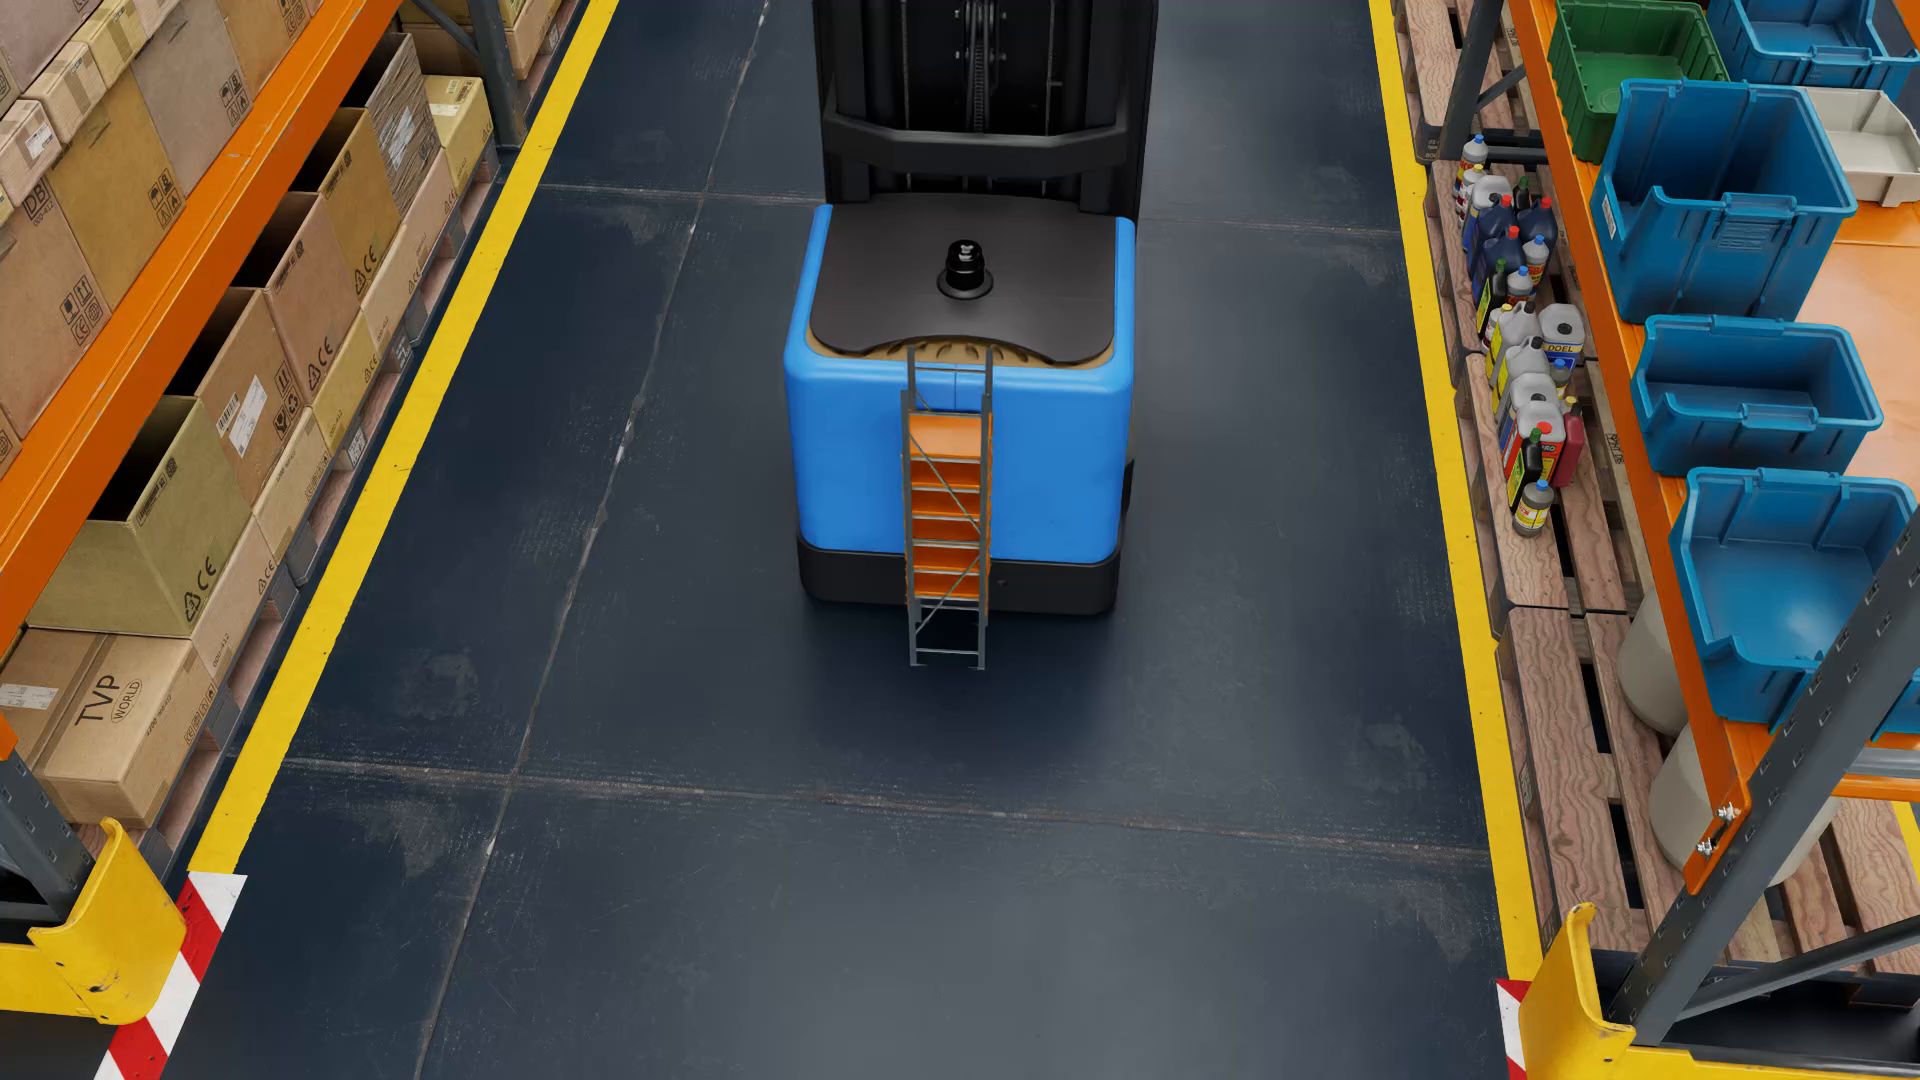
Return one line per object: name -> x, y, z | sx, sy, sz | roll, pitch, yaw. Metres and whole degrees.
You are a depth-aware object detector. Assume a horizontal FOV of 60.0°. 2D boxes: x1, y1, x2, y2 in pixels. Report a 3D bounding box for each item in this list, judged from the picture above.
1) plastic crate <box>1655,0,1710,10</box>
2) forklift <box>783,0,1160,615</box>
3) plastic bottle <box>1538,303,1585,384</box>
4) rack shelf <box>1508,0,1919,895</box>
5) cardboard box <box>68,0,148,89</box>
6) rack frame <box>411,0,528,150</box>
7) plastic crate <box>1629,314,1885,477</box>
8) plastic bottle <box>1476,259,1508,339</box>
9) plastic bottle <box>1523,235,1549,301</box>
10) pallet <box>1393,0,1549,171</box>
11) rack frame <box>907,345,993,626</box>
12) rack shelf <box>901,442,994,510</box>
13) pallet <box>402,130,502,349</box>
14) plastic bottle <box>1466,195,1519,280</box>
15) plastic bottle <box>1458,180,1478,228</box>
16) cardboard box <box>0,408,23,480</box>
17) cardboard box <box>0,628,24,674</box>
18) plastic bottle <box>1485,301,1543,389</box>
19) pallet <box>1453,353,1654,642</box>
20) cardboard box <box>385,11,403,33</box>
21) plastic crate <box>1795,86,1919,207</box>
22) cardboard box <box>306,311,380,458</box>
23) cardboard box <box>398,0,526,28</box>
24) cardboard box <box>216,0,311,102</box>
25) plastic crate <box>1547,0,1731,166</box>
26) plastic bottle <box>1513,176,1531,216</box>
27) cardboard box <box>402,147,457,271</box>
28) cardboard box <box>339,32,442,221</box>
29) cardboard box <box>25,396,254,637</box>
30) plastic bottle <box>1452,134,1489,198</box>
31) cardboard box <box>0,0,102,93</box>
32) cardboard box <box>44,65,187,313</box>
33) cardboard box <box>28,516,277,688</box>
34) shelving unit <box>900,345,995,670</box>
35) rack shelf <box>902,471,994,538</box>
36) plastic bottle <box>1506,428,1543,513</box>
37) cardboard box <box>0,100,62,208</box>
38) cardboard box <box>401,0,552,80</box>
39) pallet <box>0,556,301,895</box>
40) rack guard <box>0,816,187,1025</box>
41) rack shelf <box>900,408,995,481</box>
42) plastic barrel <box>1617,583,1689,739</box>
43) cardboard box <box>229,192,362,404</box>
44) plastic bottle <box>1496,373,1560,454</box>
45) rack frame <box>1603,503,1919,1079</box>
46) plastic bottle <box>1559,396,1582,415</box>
plastic crate -> 2.333, -2.075, 5.657 | 0.767, 0.338, 0.504 | 4, 48, 4
forklift -> 0.098, -1.833, 5.440 | 1.130, 2.935, 3.031 | 3, 48, 3
plastic bottle -> 2.114, -0.693, 5.899 | 0.152, 0.276, 0.135 | 4, 48, 4
rack shelf -> 2.325, -0.759, 4.899 | 1.077, 0.370, 4.000 | 4, 48, 4
cardboard box -> -2.424, -1.341, 4.437 | 0.380, 0.149, 0.250 | 3, 48, 3
rack frame -> -2.425, -2.807, 6.285 | 1.000, 3.000, 0.127 | 4, 48, 4
plastic crate -> 1.955, -0.347, 4.135 | 0.499, 0.251, 0.408 | 4, 48, 4
plastic bottle -> 1.947, -0.881, 6.066 | 0.061, 0.283, 0.133 | 6, 48, 5
plastic bottle -> 2.128, -1.019, 6.200 | 0.097, 0.271, 0.097 | 0, 48, 0
pallet -> 2.540, -2.110, 7.537 | 1.003, 0.211, 1.213 | 4, 48, 4
rack frame -> -0.028, -0.128, 5.054 | 0.240, 1.200, 0.006 | 3, 48, 3
rack shelf -> -0.034, -0.193, 4.848 | 0.258, 0.103, 0.180 | 3, 48, 3
pallet -> -2.539, -1.285, 6.782 | 1.003, 0.211, 1.213 | 4, 48, 4
plastic bottle -> 2.021, -1.161, 6.276 | 0.144, 0.351, 0.185 | 5, 48, 5
plastic bottle -> 2.023, -1.322, 6.524 | 0.097, 0.201, 0.097 | 0, 48, 0
cardboard box -> -2.734, -0.244, 3.873 | 0.700, 0.500, 0.500 | 4, 48, 4
cardboard box -> -3.035, 0.504, 4.835 | 0.500, 0.250, 0.500 | 4, 48, 4
plastic bottle -> 1.965, -0.710, 5.863 | 0.144, 0.351, 0.185 | 4, 48, 3
pallet -> 2.296, -0.141, 5.736 | 1.003, 0.211, 1.213 | 4, 48, 4
cardboard box -> -2.676, -2.345, 7.441 | 0.500, 0.250, 0.500 | 3, 48, 3
plastic crate -> 2.612, -1.172, 4.968 | 0.530, 0.136, 0.437 | 4, 48, 4
cardboard box -> -2.381, -0.563, 5.811 | 0.500, 0.250, 0.500 | 4, 48, 4
cardboard box -> -2.139, -2.497, 7.200 | 0.500, 0.311, 0.500 | 4, 48, 4
cardboard box -> -2.550, -1.758, 5.258 | 0.700, 0.500, 0.500 | 5, 48, 4
plastic crate -> 2.103, -1.422, 5.161 | 0.450, 0.188, 0.662 | 4, 48, 4
plastic bottle -> 2.146, -1.253, 6.405 | 0.061, 0.283, 0.133 | 4, 48, 4
cardboard box -> -2.305, -1.299, 6.484 | 0.500, 0.250, 0.500 | 4, 48, 4
cardboard box -> -2.307, -1.552, 6.208 | 0.500, 0.500, 0.500 | 4, 48, 4
cardboard box -> -2.475, -0.082, 4.862 | 0.500, 0.500, 0.500 | 4, 48, 4
plastic bottle -> 2.042, -1.495, 6.635 | 0.097, 0.271, 0.097 | 0, 48, 0
cardboard box -> -2.642, -1.478, 4.122 | 0.700, 0.500, 0.500 | 4, 48, 4
cardboard box -> -2.640, -0.995, 4.559 | 0.700, 0.500, 0.500 | 4, 48, 4
cardboard box -> -2.477, 0.171, 5.139 | 0.500, 0.250, 0.500 | 4, 48, 4
shelving unit -> -0.034, -0.061, 4.993 | 0.258, 1.200, 0.189 | 3, 48, 3
rack shelf -> -0.034, -0.112, 4.937 | 0.258, 0.103, 0.180 | 3, 48, 3
plastic bottle -> 1.866, -0.230, 5.470 | 0.061, 0.283, 0.133 | 5, 48, 4
cardboard box -> -2.469, -0.957, 4.085 | 0.380, 0.149, 0.250 | 3, 48, 3
cardboard box -> -2.141, -2.301, 7.401 | 0.500, 0.250, 0.500 | 3, 48, 3
pallet -> -2.762, 0.508, 5.142 | 1.003, 0.211, 1.213 | 4, 48, 4
rack guard -> -2.792, 0.993, 4.503 | 1.175, 0.500, 0.348 | 4, 48, 4
rack shelf -> -0.034, -0.274, 4.760 | 0.258, 0.103, 0.180 | 3, 48, 3
plastic barrel -> 2.172, 0.309, 4.836 | 0.421, 0.512, 0.421 | 0, 48, 0
cardboard box -> -2.380, -0.816, 5.534 | 0.500, 0.500, 0.500 | 4, 48, 4
plastic bottle -> 1.937, -0.426, 5.654 | 0.152, 0.276, 0.135 | 3, 48, 2
rack frame -> 2.143, 0.468, 3.289 | 1.000, 3.000, 0.127 | 4, 48, 4
plastic bottle -> 2.063, -0.406, 5.687 | 0.097, 0.201, 0.097 | 0, 48, 0
